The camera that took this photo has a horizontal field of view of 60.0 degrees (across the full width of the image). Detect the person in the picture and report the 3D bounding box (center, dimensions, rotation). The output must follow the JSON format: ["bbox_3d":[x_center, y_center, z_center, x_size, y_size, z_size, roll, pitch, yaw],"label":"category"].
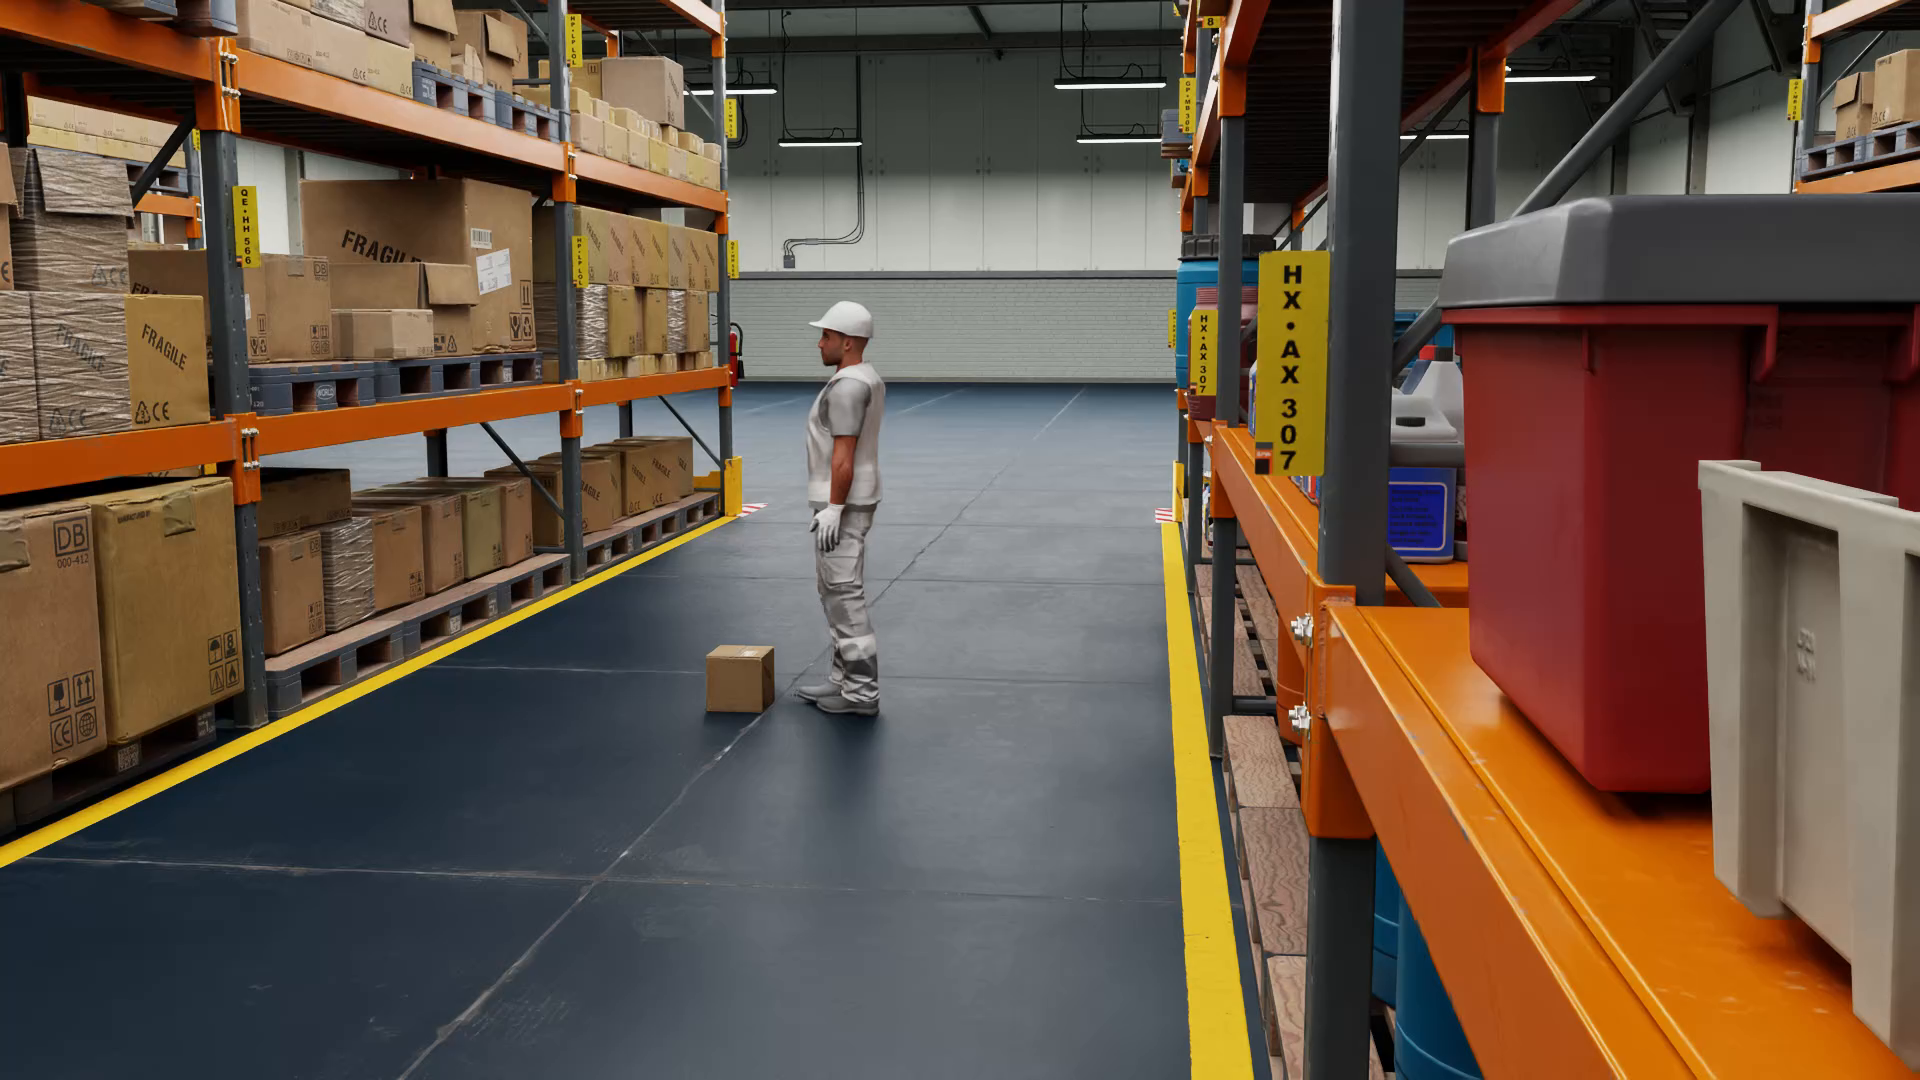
[{"bbox_3d":[-0.539,-0.138,7.252,0.409,1.788,0.522,1,8,7],"label":"person"}]
